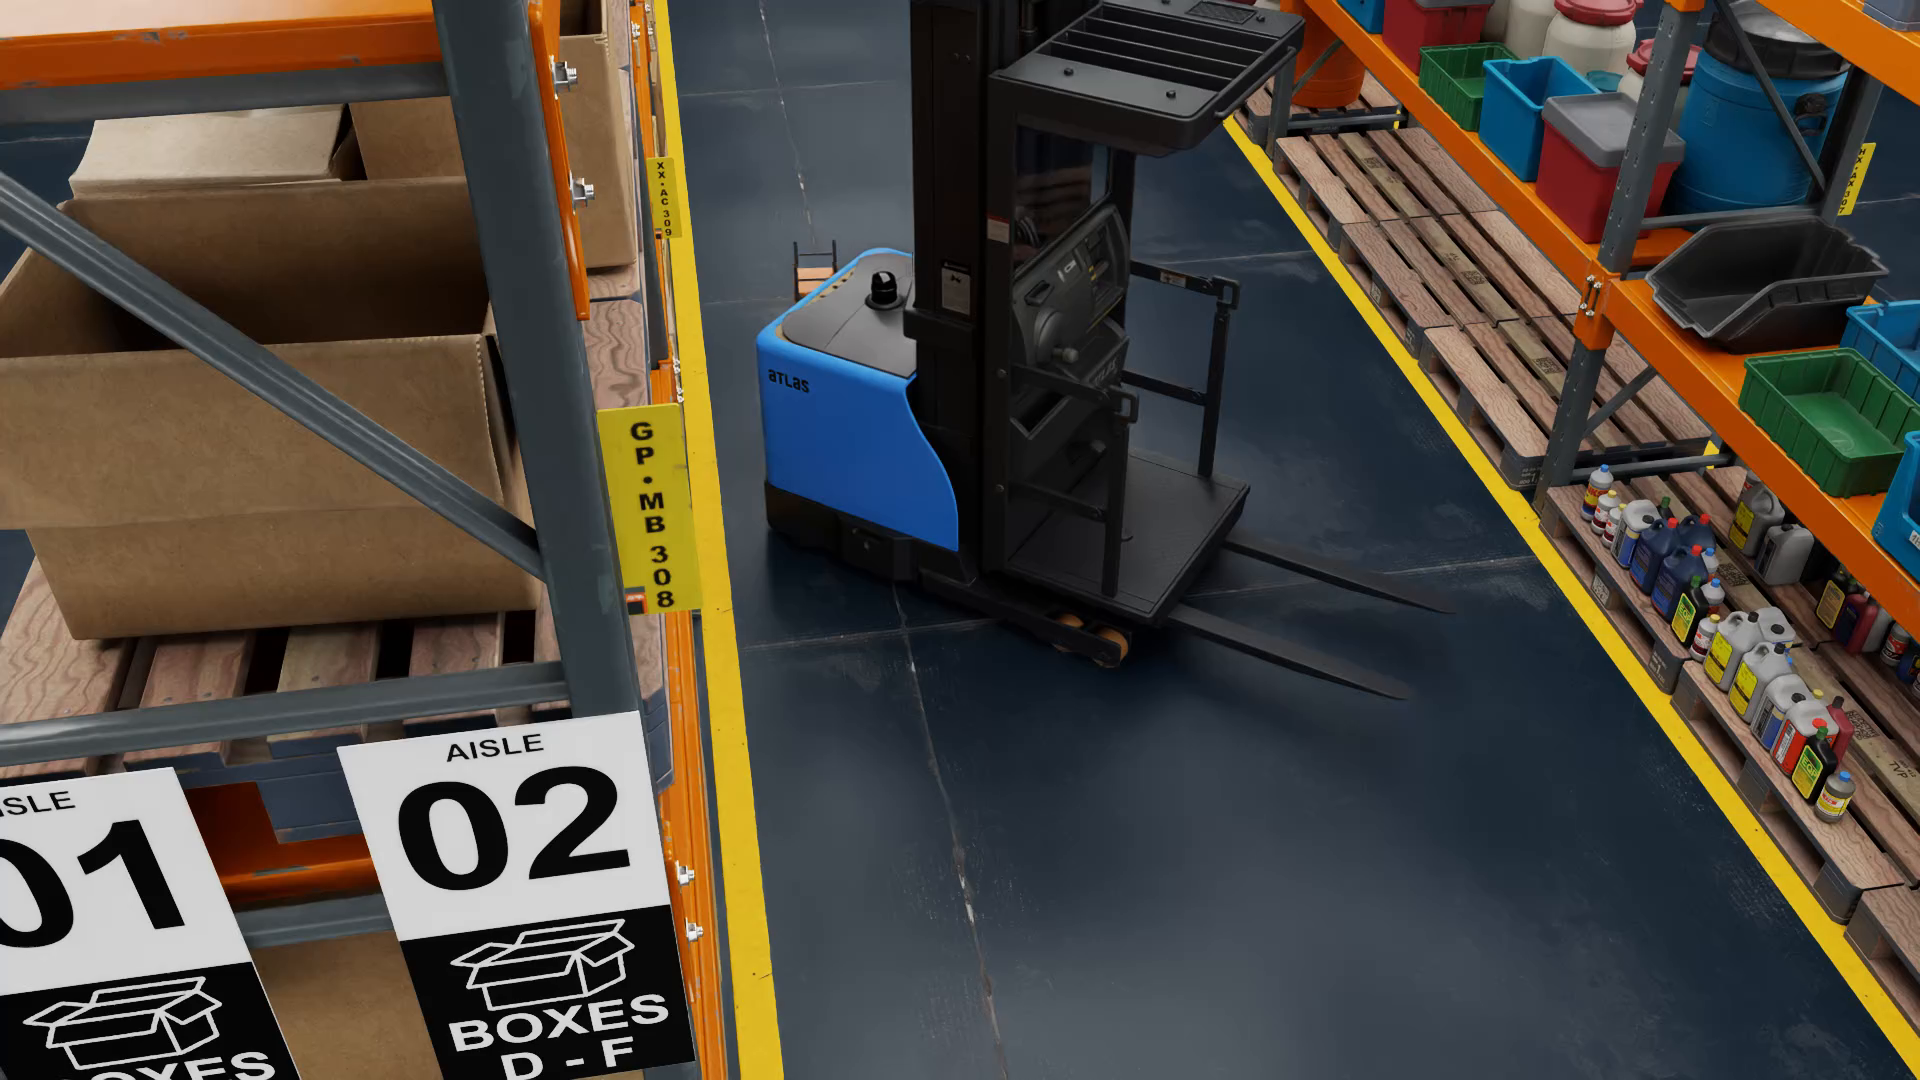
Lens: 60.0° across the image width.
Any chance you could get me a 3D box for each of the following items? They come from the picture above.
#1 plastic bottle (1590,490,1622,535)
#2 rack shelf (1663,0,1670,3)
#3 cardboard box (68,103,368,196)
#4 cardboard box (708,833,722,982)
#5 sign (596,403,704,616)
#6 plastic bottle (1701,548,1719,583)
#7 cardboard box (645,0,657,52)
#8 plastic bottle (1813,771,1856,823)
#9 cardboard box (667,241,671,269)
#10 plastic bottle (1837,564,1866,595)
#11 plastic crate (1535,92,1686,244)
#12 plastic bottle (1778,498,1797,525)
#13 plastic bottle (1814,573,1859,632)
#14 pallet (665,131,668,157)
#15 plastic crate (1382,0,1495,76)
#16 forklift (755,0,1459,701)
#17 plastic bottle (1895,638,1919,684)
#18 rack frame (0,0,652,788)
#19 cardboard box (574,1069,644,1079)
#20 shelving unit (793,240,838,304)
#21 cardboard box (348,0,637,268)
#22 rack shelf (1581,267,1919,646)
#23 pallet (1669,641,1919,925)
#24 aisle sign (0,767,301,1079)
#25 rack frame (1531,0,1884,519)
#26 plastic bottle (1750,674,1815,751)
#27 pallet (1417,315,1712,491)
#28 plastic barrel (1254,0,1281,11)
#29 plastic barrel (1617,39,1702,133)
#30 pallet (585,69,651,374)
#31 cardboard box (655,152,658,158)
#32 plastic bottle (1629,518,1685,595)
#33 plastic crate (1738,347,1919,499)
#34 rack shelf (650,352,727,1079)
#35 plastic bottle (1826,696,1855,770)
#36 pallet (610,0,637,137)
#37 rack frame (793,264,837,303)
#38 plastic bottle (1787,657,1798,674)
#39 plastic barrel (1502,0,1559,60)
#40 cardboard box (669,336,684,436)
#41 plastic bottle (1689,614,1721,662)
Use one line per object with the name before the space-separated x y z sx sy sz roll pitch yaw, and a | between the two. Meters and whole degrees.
plastic bottle | 2.878 -0.130 7.395 0.097 0.201 0.097 0 38 0
rack shelf | 2.885 -3.471 7.914 1.077 0.370 4.000 -6 38 -8
cardboard box | -1.499 -0.790 3.493 0.500 0.311 0.500 -2 38 -3
cardboard box | -1.077 1.250 5.595 0.500 0.250 0.500 -6 38 -8
sign | -0.393 -0.033 2.126 0.100 0.325 0.005 -6 38 -8
plastic bottle | 3.113 0.148 6.980 0.097 0.271 0.097 0 38 0
cardboard box | -2.322 -3.359 11.308 0.500 0.500 0.500 -7 38 -9
plastic bottle | 3.183 0.923 6.040 0.097 0.201 0.097 0 38 0
cardboard box | -1.917 -1.726 9.425 0.500 0.250 0.500 -7 38 -8
plastic bottle | 3.723 0.179 6.876 0.144 0.351 0.185 -6 38 -8
plastic crate | 2.849 -1.647 7.373 0.402 0.464 0.583 -6 38 -8
plastic bottle | 3.632 -0.132 7.276 0.144 0.351 0.185 -7 38 -9
plastic bottle | 3.626 0.232 6.862 0.061 0.283 0.133 -6 38 -8
pallet | -2.437 -2.602 10.927 1.003 0.211 1.213 -6 38 -8
plastic crate | 2.516 -2.795 8.850 0.402 0.464 0.583 -6 38 -8
forklift | 0.634 -0.991 6.636 3.031 2.935 1.130 20 42 23
plastic bottle | 3.813 0.439 6.606 0.097 0.271 0.097 0 38 0
rack frame | -0.940 -0.785 1.426 1.000 3.000 0.127 -6 38 -8
cardboard box | -0.797 1.028 3.371 0.380 0.149 0.250 -6 38 -8
shelving unit | -0.677 -0.925 8.084 0.215 1.050 0.252 -3 38 -4
cardboard box | -0.962 -0.894 3.473 0.500 0.500 0.500 -6 38 -8
rack shelf | 3.586 0.129 5.725 1.077 0.370 4.000 -6 38 -8
pallet | 3.530 0.887 6.436 1.003 0.211 1.213 -6 38 -8
aisle sign | -1.218 0.629 2.377 0.394 0.787 0.004 -6 38 -8
rack frame | 3.236 -1.363 7.059 1.000 3.000 0.127 -6 38 -8
plastic bottle | 3.142 0.654 6.325 0.152 0.276 0.135 -7 38 -9
pallet | 3.060 -0.732 8.520 1.003 0.211 1.213 -6 38 -8
plastic barrel | 2.245 -3.587 11.608 0.421 0.512 0.421 0 38 0
plastic barrel | 3.284 -2.018 7.791 0.433 0.535 0.433 0 38 0
pallet | -1.256 -0.734 3.877 1.003 0.211 1.213 -6 38 -8
cardboard box | -1.911 -1.946 9.252 0.500 0.311 0.500 -7 38 -9
plastic bottle | 2.969 0.042 7.052 0.144 0.351 0.185 -5 38 -7
plastic crate | 3.196 -0.429 6.030 0.450 0.188 0.662 -6 38 -8
rack shelf | -1.291 0.660 5.042 1.077 0.370 4.000 -6 38 -8
plastic bottle | 3.271 0.723 6.230 0.061 0.283 0.133 -6 38 -8
pallet | -1.467 -1.469 4.823 1.003 0.211 1.213 -6 38 -8
rack frame | -0.667 -0.850 7.988 0.200 1.050 0.008 -3 38 -4
plastic bottle | 3.220 0.545 6.526 0.097 0.201 0.097 0 38 0
plastic barrel | 3.079 -2.722 8.698 0.433 0.535 0.433 0 38 0
cardboard box | -1.551 -0.713 7.664 0.500 0.311 0.500 -7 38 -8
plastic bottle | 3.028 0.388 6.727 0.097 0.201 0.097 0 38 0
